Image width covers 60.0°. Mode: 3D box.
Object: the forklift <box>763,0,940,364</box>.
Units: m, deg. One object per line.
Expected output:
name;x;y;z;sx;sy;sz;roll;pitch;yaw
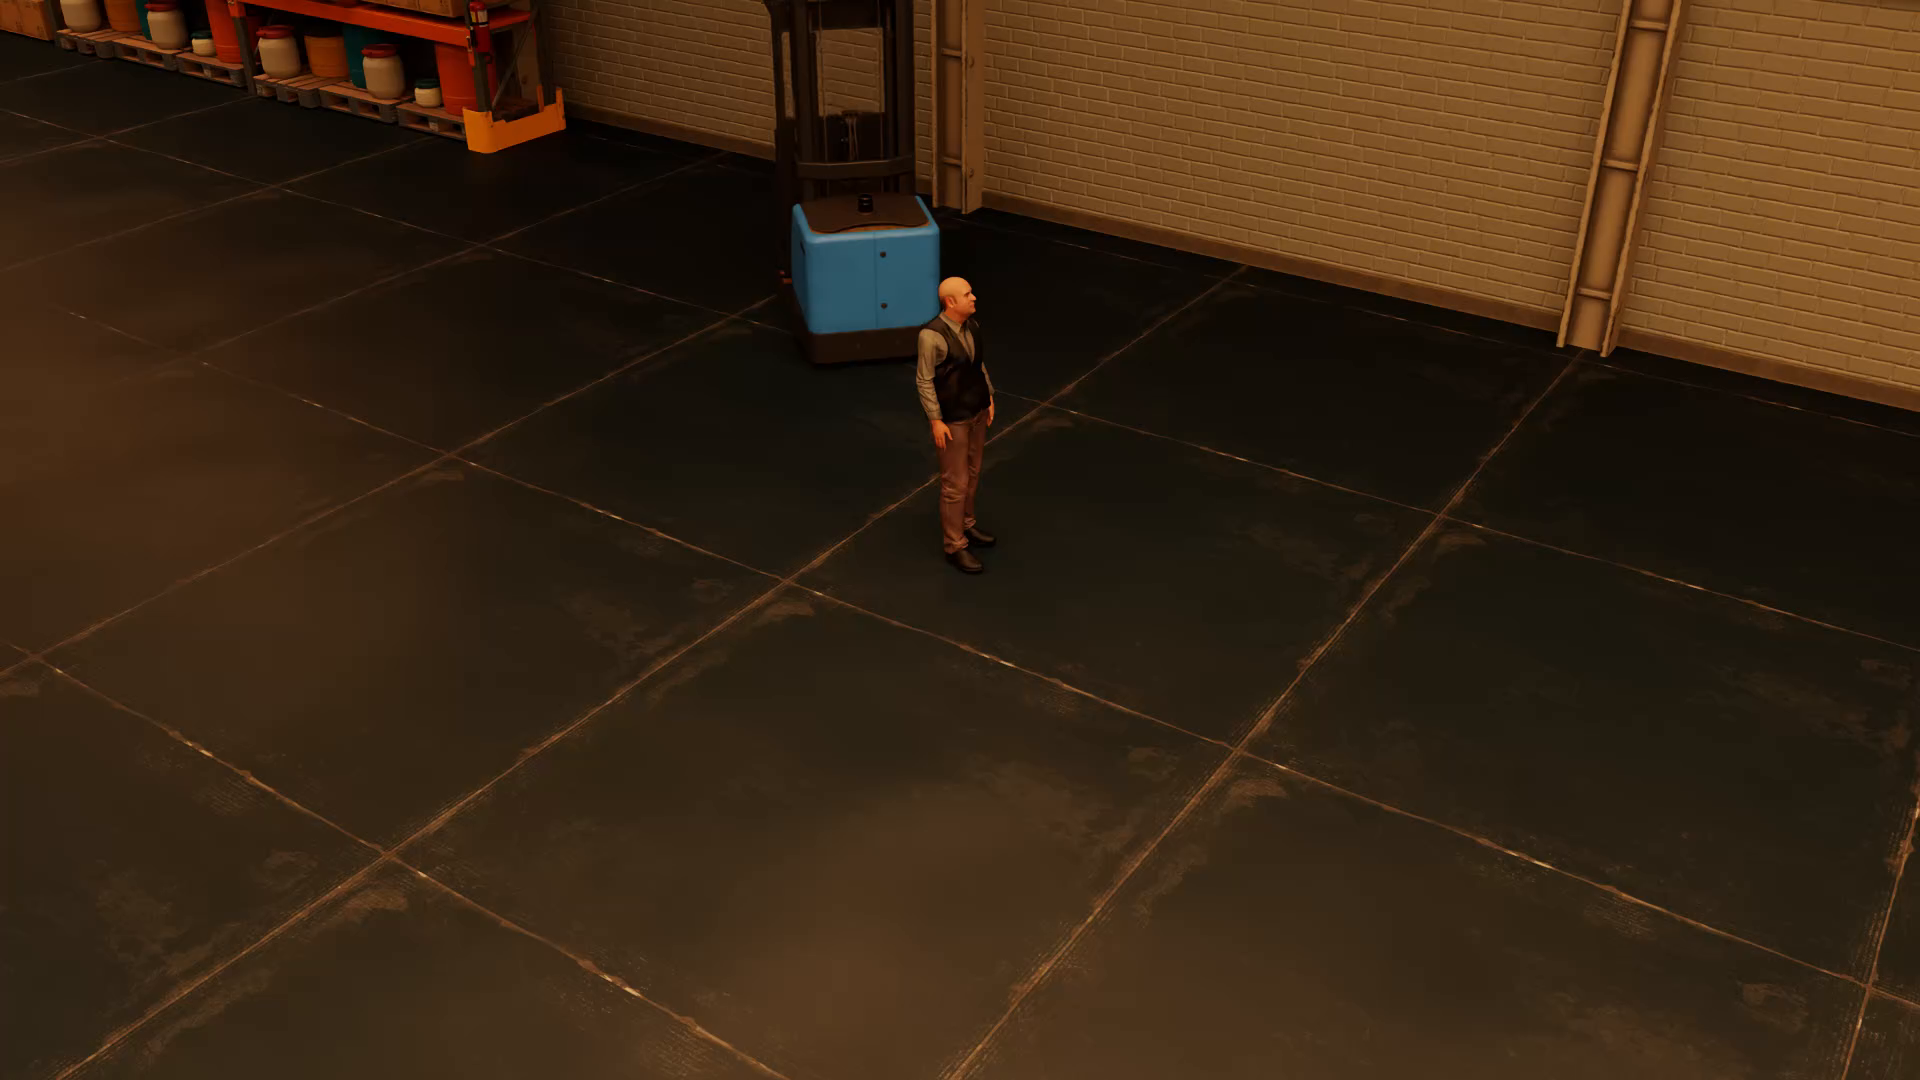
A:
forklift;-0.950;-3.337;13.327;1.130;2.935;3.031;-6;31;-11

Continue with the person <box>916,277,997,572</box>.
person;0.047;-0.730;10.028;0.568;1.720;0.632;19;35;29
